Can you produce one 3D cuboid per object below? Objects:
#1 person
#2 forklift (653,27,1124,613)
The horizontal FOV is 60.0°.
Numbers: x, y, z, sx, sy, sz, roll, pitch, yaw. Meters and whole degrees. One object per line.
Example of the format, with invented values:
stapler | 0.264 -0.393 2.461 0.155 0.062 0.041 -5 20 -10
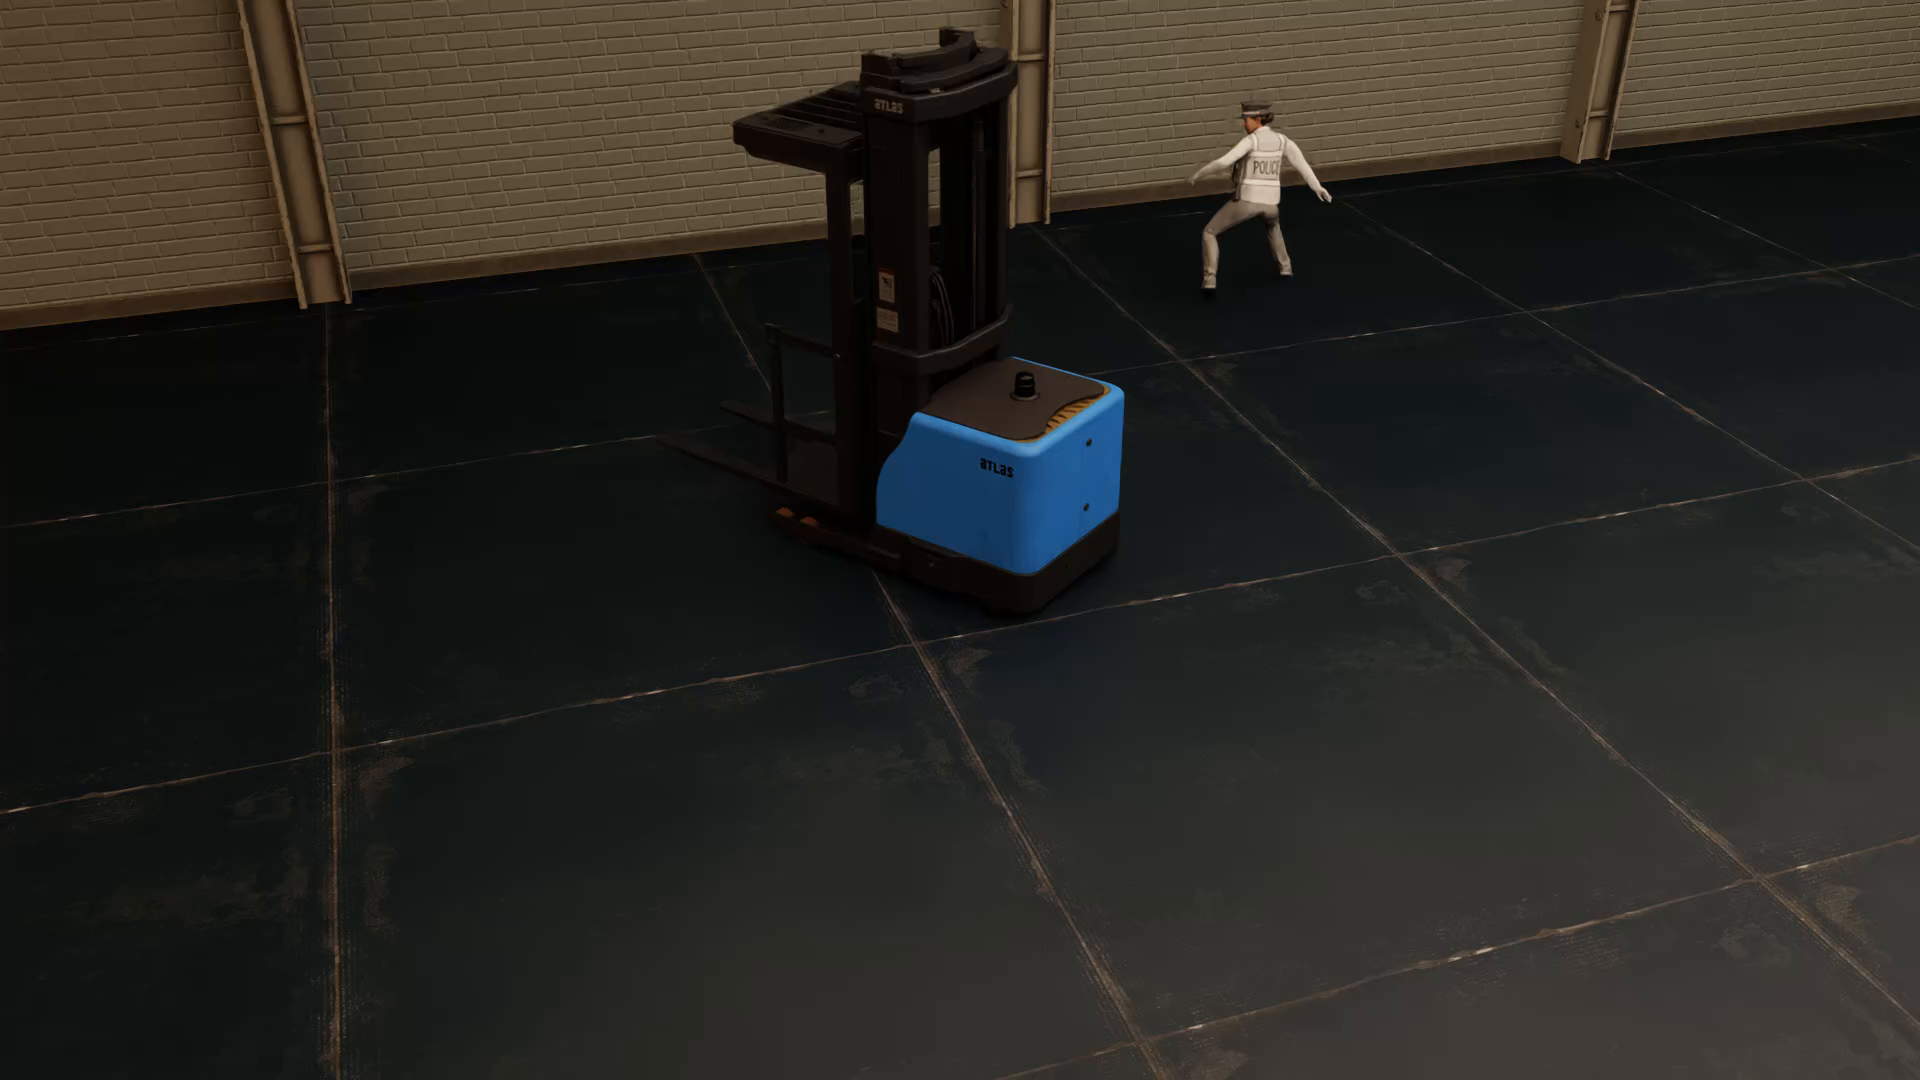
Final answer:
person | 2.388 -2.700 13.291 1.067 1.596 0.528 -9 31 -15
forklift | -0.554 -1.435 9.582 3.031 2.935 1.130 20 35 30
